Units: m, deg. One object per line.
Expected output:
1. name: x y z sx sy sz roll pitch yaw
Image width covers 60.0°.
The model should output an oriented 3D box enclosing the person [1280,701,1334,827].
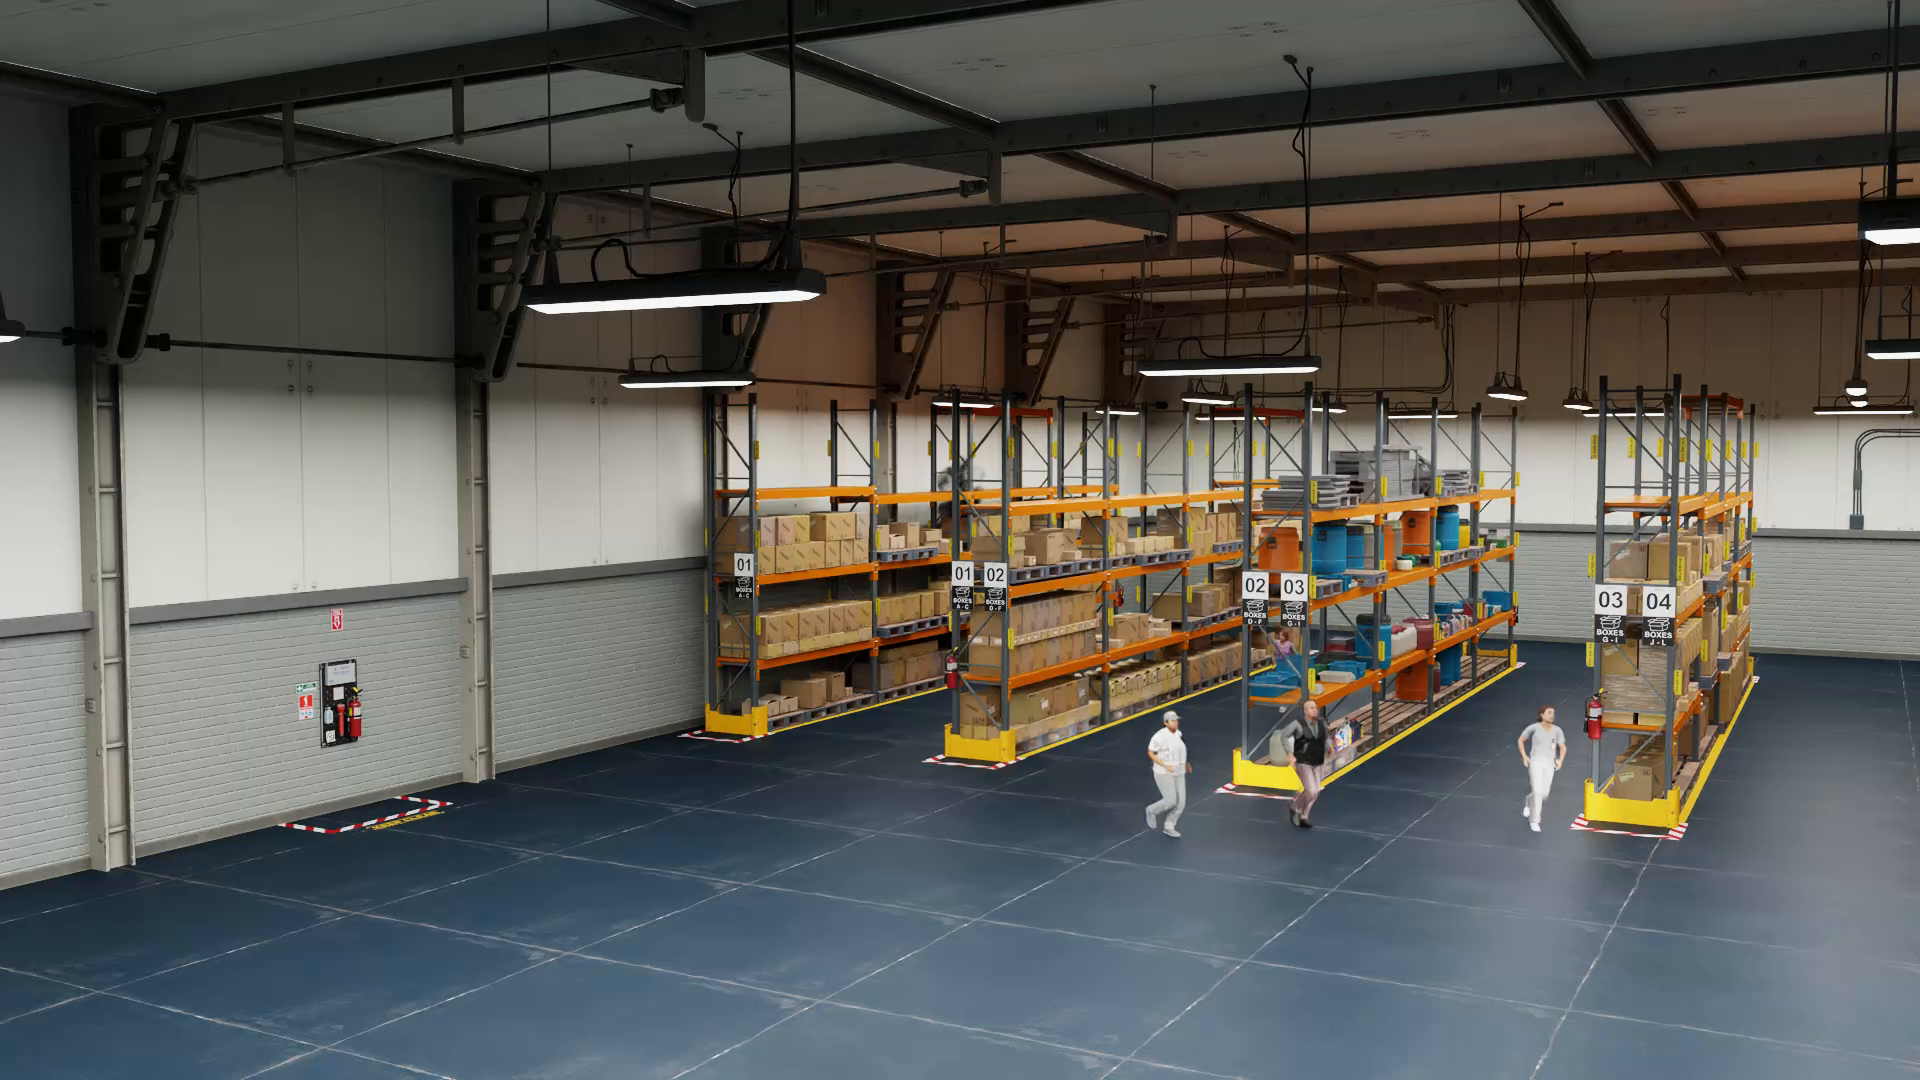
1. person: 4.636 2.966 21.937 0.664 1.688 0.626 -1 3 -25

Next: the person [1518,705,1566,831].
1. person: 7.737 3.000 22.122 0.608 1.641 0.662 0 3 2

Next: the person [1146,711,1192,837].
1. person: 2.706 3.024 21.600 0.596 1.621 0.544 -3 4 -40

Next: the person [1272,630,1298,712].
1. person: 6.234 2.508 31.903 0.537 1.568 0.506 2 4 29
